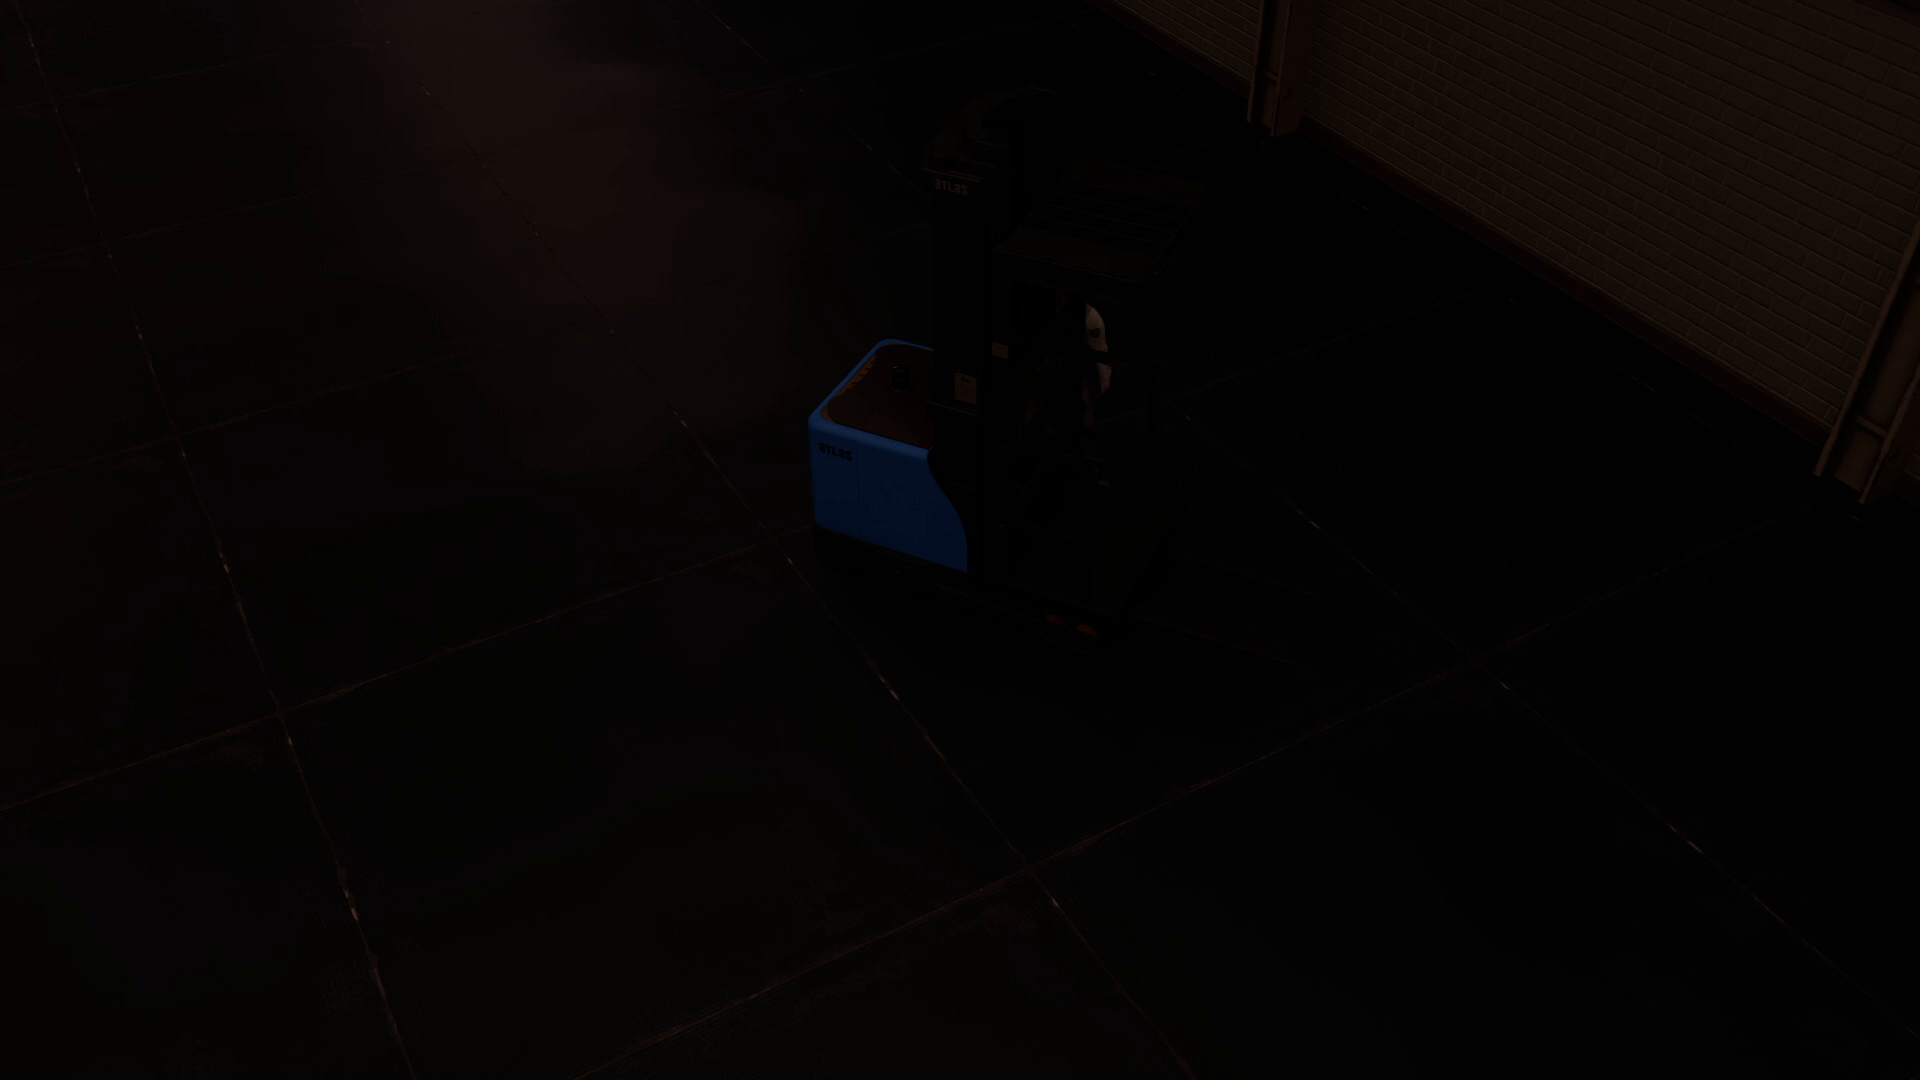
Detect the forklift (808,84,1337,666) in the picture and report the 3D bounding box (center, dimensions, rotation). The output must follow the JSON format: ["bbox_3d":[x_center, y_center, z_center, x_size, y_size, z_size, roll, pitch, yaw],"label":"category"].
[{"bbox_3d":[0.668,-0.870,9.085,3.031,2.935,1.130,17,43,19],"label":"forklift"}]

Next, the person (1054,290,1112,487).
[{"bbox_3d":[0.624,-1.030,10.329,0.809,1.641,0.417,13,42,16],"label":"person"}]
